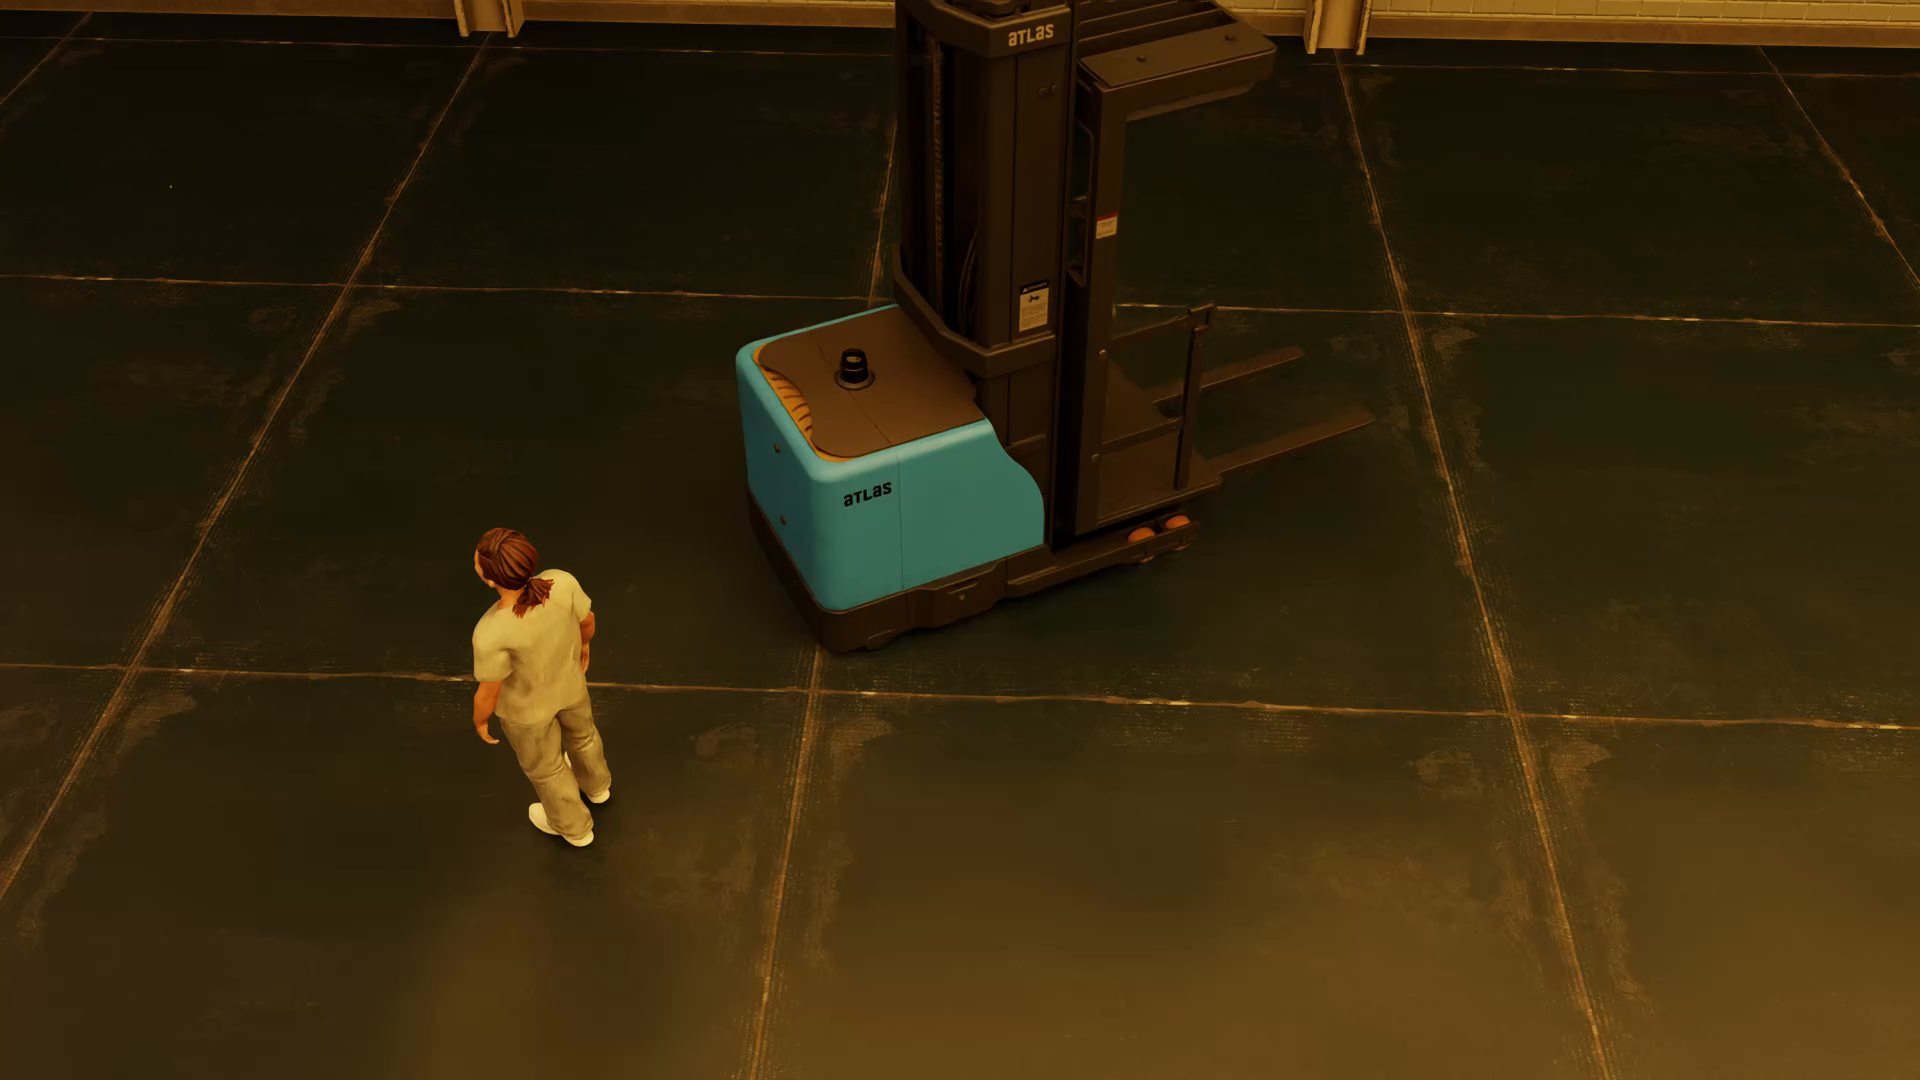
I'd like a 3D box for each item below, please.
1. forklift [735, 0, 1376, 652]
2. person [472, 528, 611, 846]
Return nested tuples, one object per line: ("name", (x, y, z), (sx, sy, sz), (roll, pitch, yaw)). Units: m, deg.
("forklift", (0.558, -1.279, 7.143), (3.031, 2.935, 1.130), (-18, 45, -19))
("person", (-1.571, 0.529, 6.091), (0.549, 1.662, 0.548), (30, 50, 29))
